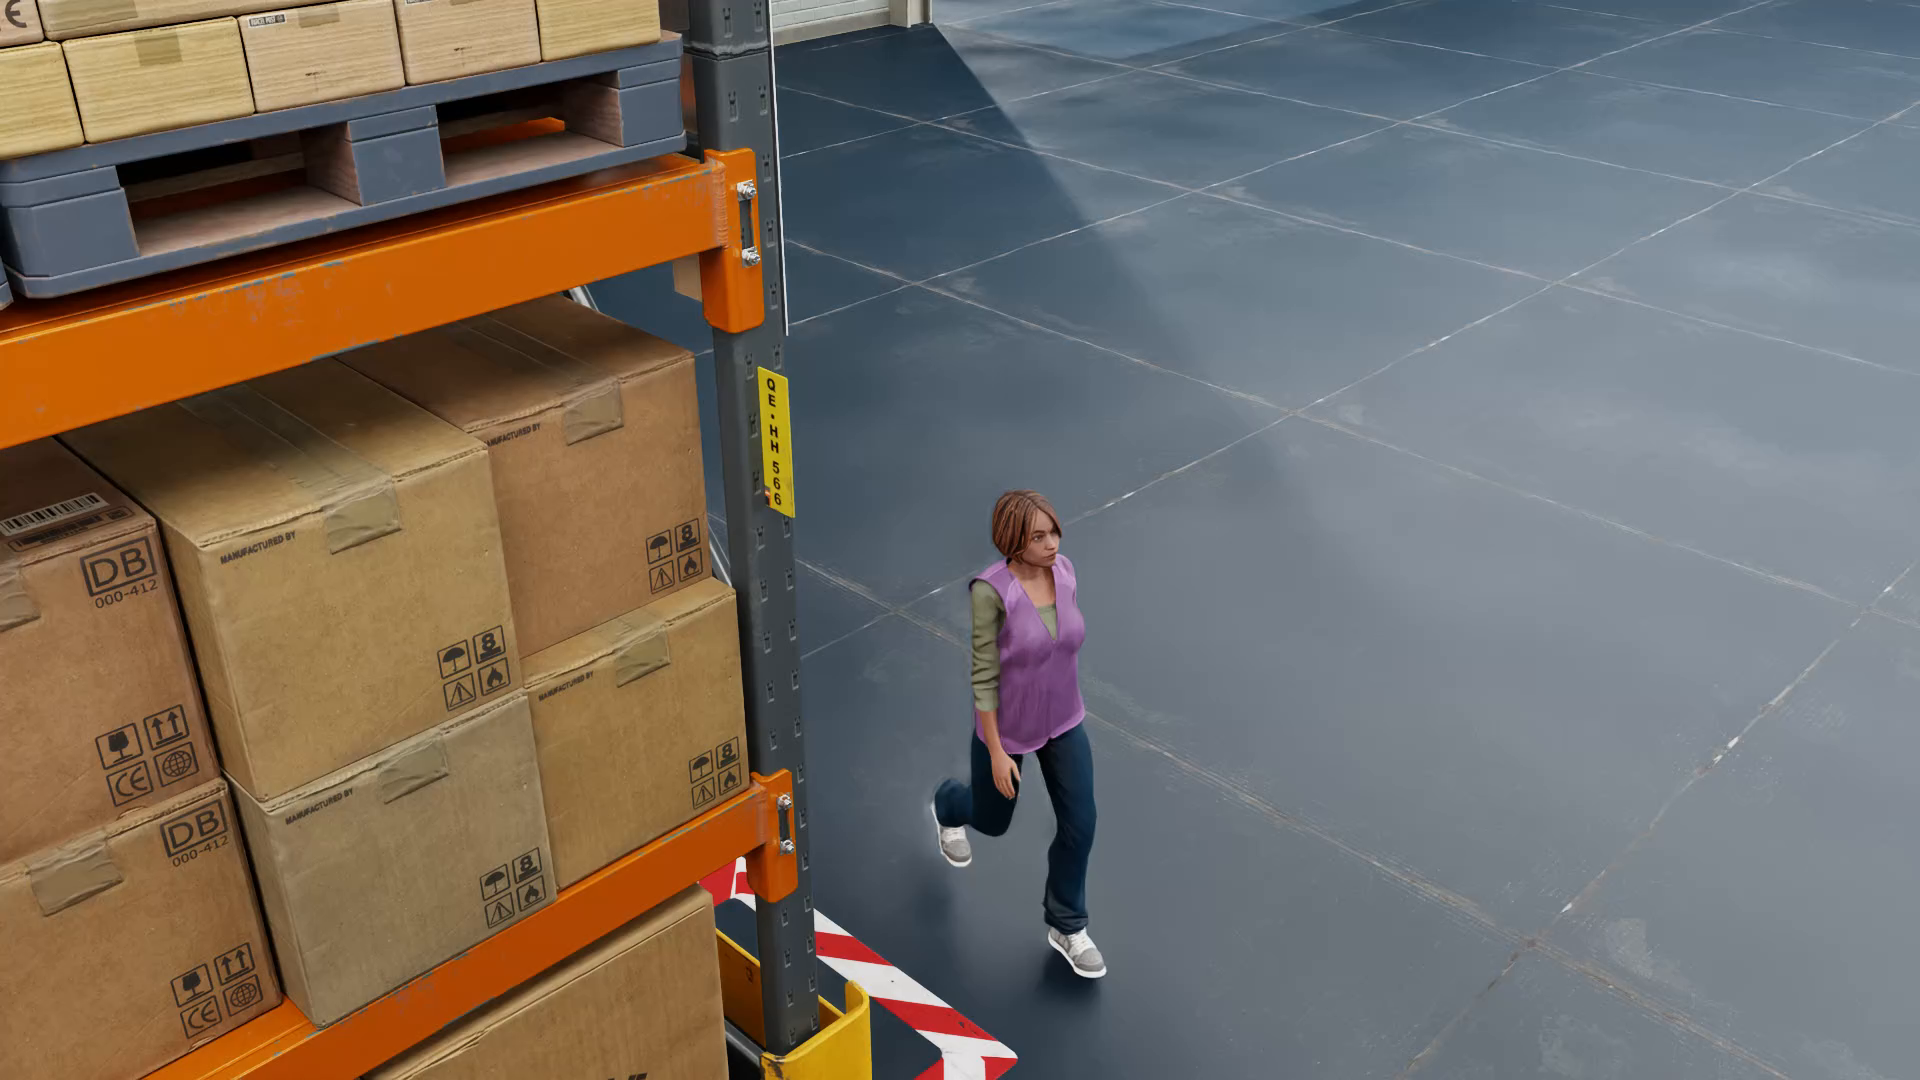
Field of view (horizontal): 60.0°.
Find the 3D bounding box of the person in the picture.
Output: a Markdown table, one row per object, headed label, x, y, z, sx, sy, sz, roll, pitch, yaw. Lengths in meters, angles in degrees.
| label | x | y | z | sx | sy | sz | roll | pitch | yaw |
| --- | --- | --- | --- | --- | --- | --- | --- | --- | --- |
| person | 0.175 | 0.538 | 5.111 | 0.394 | 1.549 | 0.851 | -14 | 31 | -25 |
